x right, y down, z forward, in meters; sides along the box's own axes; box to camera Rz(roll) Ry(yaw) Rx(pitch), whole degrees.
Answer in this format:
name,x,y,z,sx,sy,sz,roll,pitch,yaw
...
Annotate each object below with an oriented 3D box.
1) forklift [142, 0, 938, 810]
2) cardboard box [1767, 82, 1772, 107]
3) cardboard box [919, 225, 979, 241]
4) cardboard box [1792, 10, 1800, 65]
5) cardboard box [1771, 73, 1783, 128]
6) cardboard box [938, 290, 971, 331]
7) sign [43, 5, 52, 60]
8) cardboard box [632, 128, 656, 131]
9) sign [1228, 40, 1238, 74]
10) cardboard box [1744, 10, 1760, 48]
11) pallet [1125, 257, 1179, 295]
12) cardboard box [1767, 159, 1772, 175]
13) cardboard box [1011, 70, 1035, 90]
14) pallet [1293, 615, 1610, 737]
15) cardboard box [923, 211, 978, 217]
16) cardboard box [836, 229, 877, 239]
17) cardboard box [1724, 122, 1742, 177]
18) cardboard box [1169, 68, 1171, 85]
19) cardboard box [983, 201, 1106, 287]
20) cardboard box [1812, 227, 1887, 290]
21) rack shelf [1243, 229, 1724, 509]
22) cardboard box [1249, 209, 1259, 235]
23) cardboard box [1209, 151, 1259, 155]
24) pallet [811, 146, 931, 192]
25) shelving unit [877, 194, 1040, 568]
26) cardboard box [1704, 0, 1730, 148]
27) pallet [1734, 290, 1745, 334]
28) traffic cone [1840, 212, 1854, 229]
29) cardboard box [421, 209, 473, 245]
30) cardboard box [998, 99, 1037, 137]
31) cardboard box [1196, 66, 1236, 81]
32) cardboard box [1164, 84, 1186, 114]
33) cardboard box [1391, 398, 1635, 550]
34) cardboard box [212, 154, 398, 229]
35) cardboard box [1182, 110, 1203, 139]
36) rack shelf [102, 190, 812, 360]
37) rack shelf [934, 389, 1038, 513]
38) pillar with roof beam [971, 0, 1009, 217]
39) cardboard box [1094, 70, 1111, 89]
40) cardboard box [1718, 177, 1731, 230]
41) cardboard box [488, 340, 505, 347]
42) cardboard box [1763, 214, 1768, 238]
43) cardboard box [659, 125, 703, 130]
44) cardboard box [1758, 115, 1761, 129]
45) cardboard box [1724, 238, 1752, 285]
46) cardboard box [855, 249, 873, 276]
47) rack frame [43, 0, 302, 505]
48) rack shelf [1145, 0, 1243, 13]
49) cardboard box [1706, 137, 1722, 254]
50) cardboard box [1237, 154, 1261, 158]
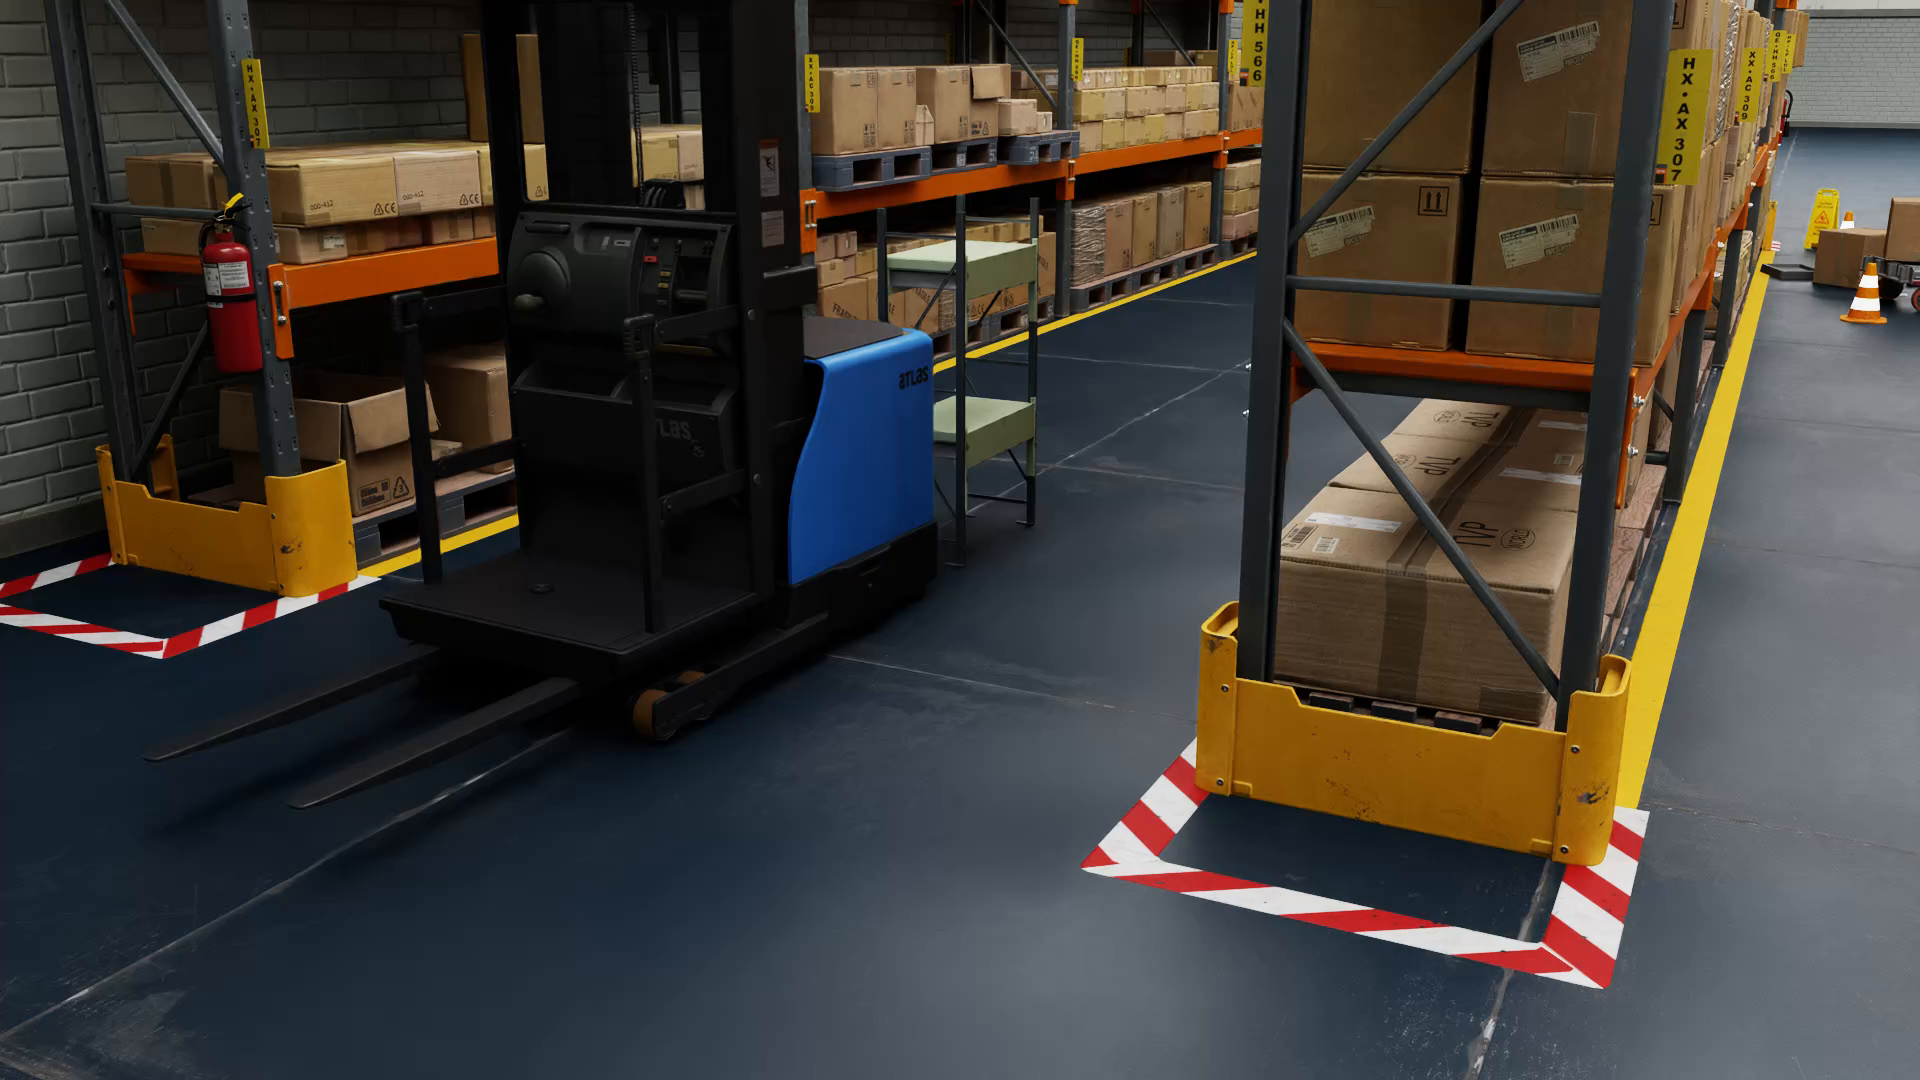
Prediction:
name,x,y,z,sx,sy,sz,roll,pitch,yaw
forklift,-1.263,-0.907,5.429,1.130,2.935,3.031,9,19,29
cardboard box,6.440,-3.841,13.752,0.500,0.500,0.500,8,18,26
cardboard box,-0.083,-2.230,12.278,0.380,0.149,0.250,8,18,25
cardboard box,7.300,-4.604,15.303,0.700,0.500,0.500,8,18,26
cardboard box,7.108,-3.990,14.990,0.500,0.500,0.500,8,18,25
cardboard box,-0.244,-1.808,11.995,0.500,0.500,0.500,7,18,23
sign,-3.630,-2.079,6.666,0.100,0.325,0.005,8,18,25
cardboard box,-2.036,-2.166,9.288,0.500,0.250,0.500,8,18,25
sign,2.709,-4.804,16.534,0.100,0.325,0.005,8,18,25
cardboard box,3.541,-2.287,8.026,0.500,0.500,0.500,8,18,26
pallet,1.381,-2.512,15.610,1.003,0.211,1.213,8,18,25
cardboard box,7.504,-3.547,15.835,0.380,0.149,0.250,9,19,27
cardboard box,0.396,-3.802,13.741,0.380,0.149,0.250,9,19,27
pallet,1.587,0.457,5.614,1.003,0.211,1.213,8,18,25
cardboard box,-0.080,-2.555,13.372,0.380,0.149,0.250,9,19,28
cardboard box,-0.768,-2.155,12.026,0.380,0.149,0.250,7,18,23
cardboard box,3.536,-1.929,8.135,0.500,0.250,0.500,8,18,24
cardboard box,1.721,-4.267,15.309,0.380,0.149,0.250,8,18,26
cardboard box,0.723,-2.554,14.289,0.875,0.625,0.625,9,19,27
cardboard box,8.358,-2.625,15.481,0.500,0.500,0.500,-7,18,-22
rack shelf,2.193,-0.830,6.316,1.077,0.370,4.000,8,18,25
cardboard box,2.945,-3.449,17.959,0.500,0.250,0.500,8,18,24
cardboard box,3.170,-4.382,19.346,0.500,0.250,0.500,8,18,25
pallet,-0.901,-2.413,10.717,1.003,0.211,1.213,8,18,25
shelving unit,0.003,-0.721,7.317,0.431,1.500,0.755,8,18,25
cardboard box,2.439,-1.671,5.950,0.500,0.500,0.500,8,18,26
pallet,5.771,-1.875,13.468,1.003,0.211,1.213,8,18,25
traffic cone,9.411,-3.252,17.659,0.336,0.463,0.334,8,18,25
cardboard box,-2.424,-1.423,7.490,0.380,0.149,0.250,9,19,27
cardboard box,0.250,-3.154,12.400,0.500,0.250,0.500,7,18,23
cardboard box,2.597,-4.760,16.966,0.380,0.149,0.250,8,18,24
cardboard box,1.772,-4.102,15.451,0.500,0.250,0.500,8,19,26
cardboard box,2.311,-0.283,6.973,0.875,0.438,0.875,8,18,24
cardboard box,-2.699,-1.448,6.874,0.500,0.250,0.500,8,18,26
cardboard box,2.009,-3.991,15.956,0.500,0.250,0.500,8,18,25
rack shelf,-2.249,-1.461,8.439,1.077,0.370,4.000,8,18,25
rack shelf,0.003,-0.408,7.409,0.431,0.370,0.720,8,18,25
pillar with roof beam,4.060,-6.109,12.288,9.100,9.000,0.400,8,18,25
cardboard box,1.048,-3.874,13.983,0.380,0.149,0.250,9,19,27
cardboard box,3.520,-1.691,8.214,0.500,0.250,0.500,8,18,24
cardboard box,-2.042,-0.778,8.528,0.500,0.500,0.500,8,19,26
cardboard box,8.318,-3.378,17.722,0.500,0.250,0.500,8,18,25
cardboard box,-1.365,-2.225,9.489,0.500,0.250,0.500,9,19,27
cardboard box,6.210,-3.379,13.337,0.380,0.149,0.250,8,18,25
cardboard box,6.111,-2.347,14.035,0.950,0.372,0.625,9,19,29
cardboard box,-0.798,-1.834,10.944,0.380,0.149,0.250,7,18,23
rack frame,-3.143,-1.296,6.621,1.000,3.000,0.127,8,18,25
rack shelf,3.113,-5.956,18.303,1.077,0.370,4.000,8,18,25
cardboard box,2.883,-1.450,6.963,0.500,0.500,0.500,8,18,24
cardboard box,3.407,-4.189,18.694,0.500,0.250,0.500,8,18,24
